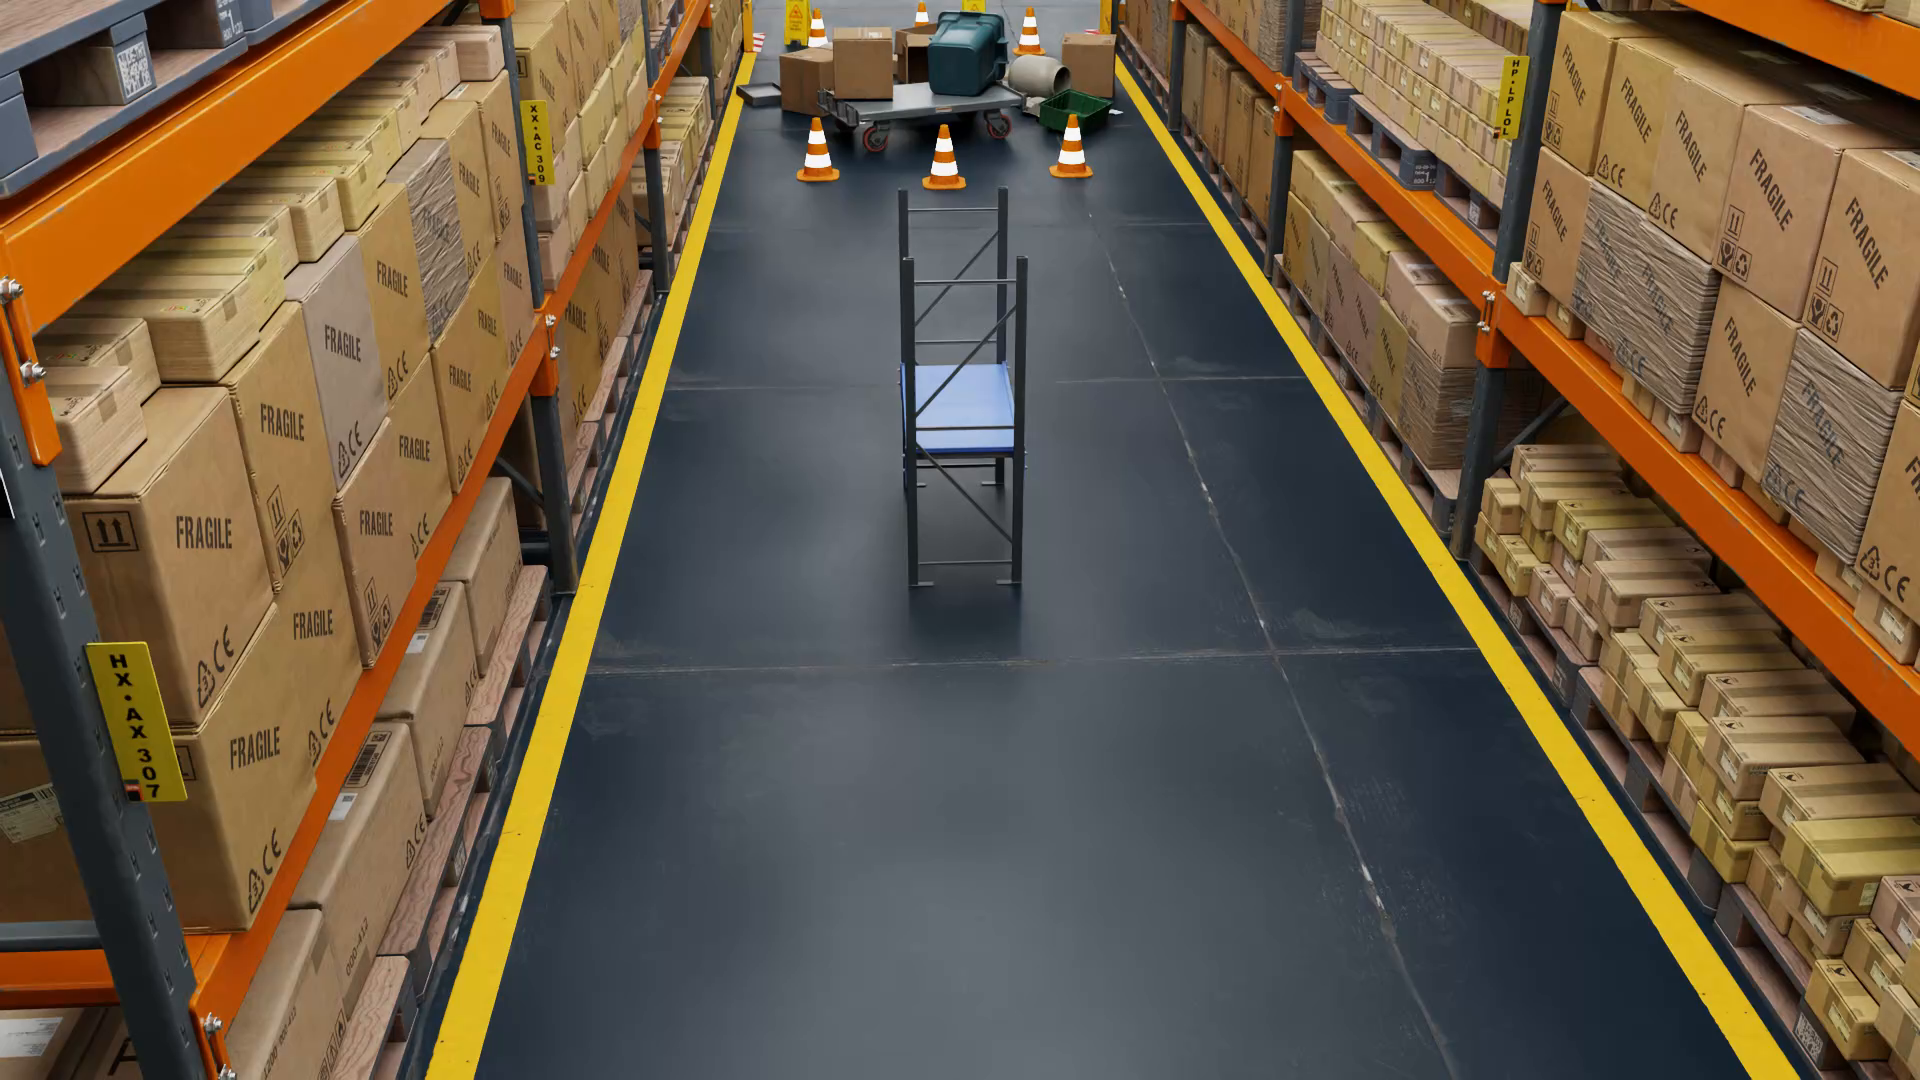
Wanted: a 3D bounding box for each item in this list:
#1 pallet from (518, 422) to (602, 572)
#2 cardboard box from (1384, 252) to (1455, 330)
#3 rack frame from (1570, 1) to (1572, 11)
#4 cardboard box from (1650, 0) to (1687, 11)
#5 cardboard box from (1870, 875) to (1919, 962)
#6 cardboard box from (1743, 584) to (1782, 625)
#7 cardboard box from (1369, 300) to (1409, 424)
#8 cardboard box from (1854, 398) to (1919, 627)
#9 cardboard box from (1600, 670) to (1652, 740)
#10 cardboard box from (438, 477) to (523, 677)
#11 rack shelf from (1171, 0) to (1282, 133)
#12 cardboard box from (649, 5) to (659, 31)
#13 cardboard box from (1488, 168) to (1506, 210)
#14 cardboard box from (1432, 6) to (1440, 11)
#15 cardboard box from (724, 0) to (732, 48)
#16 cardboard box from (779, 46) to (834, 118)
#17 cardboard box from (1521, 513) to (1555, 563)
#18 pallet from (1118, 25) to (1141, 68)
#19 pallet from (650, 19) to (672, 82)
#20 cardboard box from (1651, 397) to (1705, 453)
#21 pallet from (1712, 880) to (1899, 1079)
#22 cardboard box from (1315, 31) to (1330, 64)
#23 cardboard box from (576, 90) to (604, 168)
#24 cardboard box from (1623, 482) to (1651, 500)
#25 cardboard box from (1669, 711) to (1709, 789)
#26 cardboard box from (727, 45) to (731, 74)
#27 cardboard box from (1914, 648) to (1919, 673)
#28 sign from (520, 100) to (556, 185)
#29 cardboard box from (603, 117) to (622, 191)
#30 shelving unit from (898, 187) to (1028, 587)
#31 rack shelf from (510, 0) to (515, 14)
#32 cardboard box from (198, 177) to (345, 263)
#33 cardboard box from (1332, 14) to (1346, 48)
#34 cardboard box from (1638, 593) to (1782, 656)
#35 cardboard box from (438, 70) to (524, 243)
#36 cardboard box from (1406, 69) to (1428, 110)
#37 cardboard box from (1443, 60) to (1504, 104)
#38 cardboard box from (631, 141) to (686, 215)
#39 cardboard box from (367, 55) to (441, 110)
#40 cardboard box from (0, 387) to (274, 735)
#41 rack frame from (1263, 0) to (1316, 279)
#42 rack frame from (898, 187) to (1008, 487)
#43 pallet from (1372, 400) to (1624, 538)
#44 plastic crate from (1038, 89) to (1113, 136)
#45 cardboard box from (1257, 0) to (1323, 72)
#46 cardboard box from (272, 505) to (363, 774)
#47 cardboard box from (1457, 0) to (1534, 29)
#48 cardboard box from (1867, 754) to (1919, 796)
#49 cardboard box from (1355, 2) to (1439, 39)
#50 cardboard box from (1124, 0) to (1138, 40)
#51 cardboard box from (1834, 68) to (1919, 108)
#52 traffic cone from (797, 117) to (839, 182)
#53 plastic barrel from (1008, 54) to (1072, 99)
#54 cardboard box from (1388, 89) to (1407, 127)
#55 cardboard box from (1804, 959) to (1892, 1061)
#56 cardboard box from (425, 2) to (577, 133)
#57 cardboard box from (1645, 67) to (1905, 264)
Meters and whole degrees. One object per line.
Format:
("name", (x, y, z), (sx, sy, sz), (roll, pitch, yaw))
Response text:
("pallet", (-2.300, -0.218, 7.939), (1.003, 0.211, 1.213), (-1, 28, -3))
("cardboard box", (2.448, -1.252, 8.344), (0.500, 0.250, 0.500), (0, 28, 0))
("rack frame", (7.085, -6.880, 17.698), (1.000, 3.000, 0.127), (-1, 28, -3))
("cardboard box", (7.180, -5.105, 16.543), (0.500, 0.500, 0.500), (1, 28, 2))
("cardboard box", (2.726, 1.040, 4.498), (0.380, 0.149, 0.250), (-1, 28, -2))
("cardboard box", (3.147, 0.183, 6.141), (0.380, 0.149, 0.250), (-3, 28, -5))
("cardboard box", (2.437, -0.916, 8.512), (0.500, 0.500, 0.500), (-2, 28, -4))
("cardboard box", (2.660, -0.034, 4.142), (0.500, 0.500, 0.500), (-2, 28, -3))
("cardboard box", (2.560, 0.586, 6.011), (0.380, 0.149, 0.250), (-2, 28, -4))
("cardboard box", (-2.259, 0.143, 6.549), (0.875, 0.438, 0.875), (-2, 28, -3))
("rack shelf", (2.440, -3.718, 12.412), (1.077, 0.370, 4.000), (-1, 28, -3))
("cardboard box", (-2.174, -3.435, 10.910), (0.380, 0.149, 0.250), (-3, 28, -6))
("cardboard box", (2.535, -1.519, 7.236), (0.380, 0.149, 0.250), (-2, 28, -4))
("cardboard box", (3.025, -3.102, 9.951), (0.380, 0.149, 0.250), (-1, 28, -2))
("cardboard box", (-2.429, -4.859, 15.531), (0.500, 0.500, 0.500), (0, 28, 0))
("cardboard box", (-1.300, -4.214, 15.287), (0.500, 0.500, 0.500), (19, 33, 32))
("cardboard box", (2.555, -0.030, 6.871), (0.380, 0.149, 0.250), (-1, 28, -2))
("pallet", (2.246, -5.204, 17.499), (1.003, 0.211, 1.213), (-1, 28, -3))
("pallet", (-2.537, -3.188, 10.826), (1.213, 0.211, 1.003), (-1, 28, -3))
("cardboard box", (2.558, -0.409, 5.561), (0.380, 0.149, 0.250), (0, 28, 0))
("pallet", (2.951, 1.407, 4.824), (1.003, 0.211, 1.213), (-1, 28, -3))
("cardboard box", (2.366, -2.976, 10.030), (0.380, 0.149, 0.250), (-2, 28, -3))
("cardboard box", (-1.981, -1.938, 7.844), (0.500, 0.250, 0.500), (-1, 28, -2))
("cardboard box", (3.087, -0.182, 7.162), (0.380, 0.149, 0.250), (-1, 28, -2))
("cardboard box", (2.586, 0.693, 5.484), (0.380, 0.149, 0.250), (0, 28, 0))
("cardboard box", (-2.433, -4.531, 15.713), (0.500, 0.250, 0.500), (-2, 28, -3))
("cardboard box", (2.659, 0.318, 4.168), (0.380, 0.149, 0.250), (-2, 28, -3))
("sign", (-1.631, -1.532, 6.423), (0.100, 0.325, 0.005), (-1, 28, -3))
("cardboard box", (-2.000, -1.950, 8.407), (0.500, 0.250, 0.500), (-2, 28, -3))
("shelving unit", (-0.004, -0.704, 7.479), (0.538, 1.500, 1.048), (-1, 28, -3))
("rack shelf", (-2.289, -3.034, 7.858), (1.077, 0.370, 4.000), (-1, 28, -3))
("cardboard box", (-1.771, -0.798, 4.145), (0.380, 0.149, 0.250), (-1, 28, -2))
("cardboard box", (2.385, -2.966, 9.690), (0.380, 0.149, 0.250), (0, 28, 0))
("cardboard box", (2.647, 0.320, 5.878), (0.380, 0.149, 0.250), (-2, 28, -5))
("cardboard box", (-1.884, -1.376, 5.955), (0.500, 0.500, 0.500), (-2, 28, -3))
("cardboard box", (2.463, -2.260, 8.335), (0.380, 0.149, 0.250), (-1, 28, -2))
("cardboard box", (2.497, -2.150, 7.802), (0.380, 0.149, 0.250), (-1, 28, -3))
("cardboard box", (-2.460, -2.569, 11.820), (0.950, 0.372, 0.625), (-2, 28, -4))
("cardboard box", (-1.942, -1.500, 5.492), (0.380, 0.149, 0.250), (-1, 28, -3))
("cardboard box", (-1.717, 0.032, 3.256), (0.500, 0.500, 0.500), (-2, 28, -4))
("rack frame", (2.544, -3.113, 10.475), (1.000, 3.000, 0.127), (-1, 28, -3))
("rack frame", (-0.031, -0.939, 7.929), (0.500, 1.500, 0.032), (-1, 28, -3))
("pallet", (2.711, -0.389, 8.267), (1.003, 0.211, 1.213), (-1, 28, -3))
("plastic crate", (1.018, -3.787, 14.747), (0.450, 0.188, 0.662), (22, 34, 18))
("cardboard box", (2.253, -3.359, 10.838), (0.500, 0.500, 0.500), (-1, 28, -3))
("cardboard box", (-1.769, 0.242, 3.934), (0.500, 0.500, 0.500), (-2, 28, -3))
("cardboard box", (3.052, -2.999, 9.431), (0.380, 0.149, 0.250), (-1, 28, -1))
("cardboard box", (3.118, 0.799, 5.281), (0.380, 0.149, 0.250), (-3, 28, -5))
("cardboard box", (2.413, -2.874, 9.190), (0.380, 0.149, 0.250), (-3, 28, -5))
("cardboard box", (2.228, -5.740, 17.355), (0.875, 0.875, 0.875), (-1, 28, -2))
("cardboard box", (3.093, -1.199, 5.295), (0.500, 0.500, 0.500), (-1, 28, -1))
("traffic cone", (-1.140, -3.130, 13.251), (0.336, 0.463, 0.334), (-1, 28, -3))
("plastic barrel", (0.744, -4.305, 15.546), (0.512, 0.421, 0.421), (19, 33, 32))
("cardboard box", (2.450, -2.244, 8.626), (0.380, 0.149, 0.250), (-2, 28, -4))
("cardboard box", (2.612, 1.305, 4.633), (0.380, 0.149, 0.250), (-1, 28, -1))
("cardboard box", (-1.975, -2.032, 7.212), (0.500, 0.500, 0.500), (-2, 28, -3))
("cardboard box", (2.571, -1.198, 5.293), (0.500, 0.500, 0.500), (-1, 28, -2))
